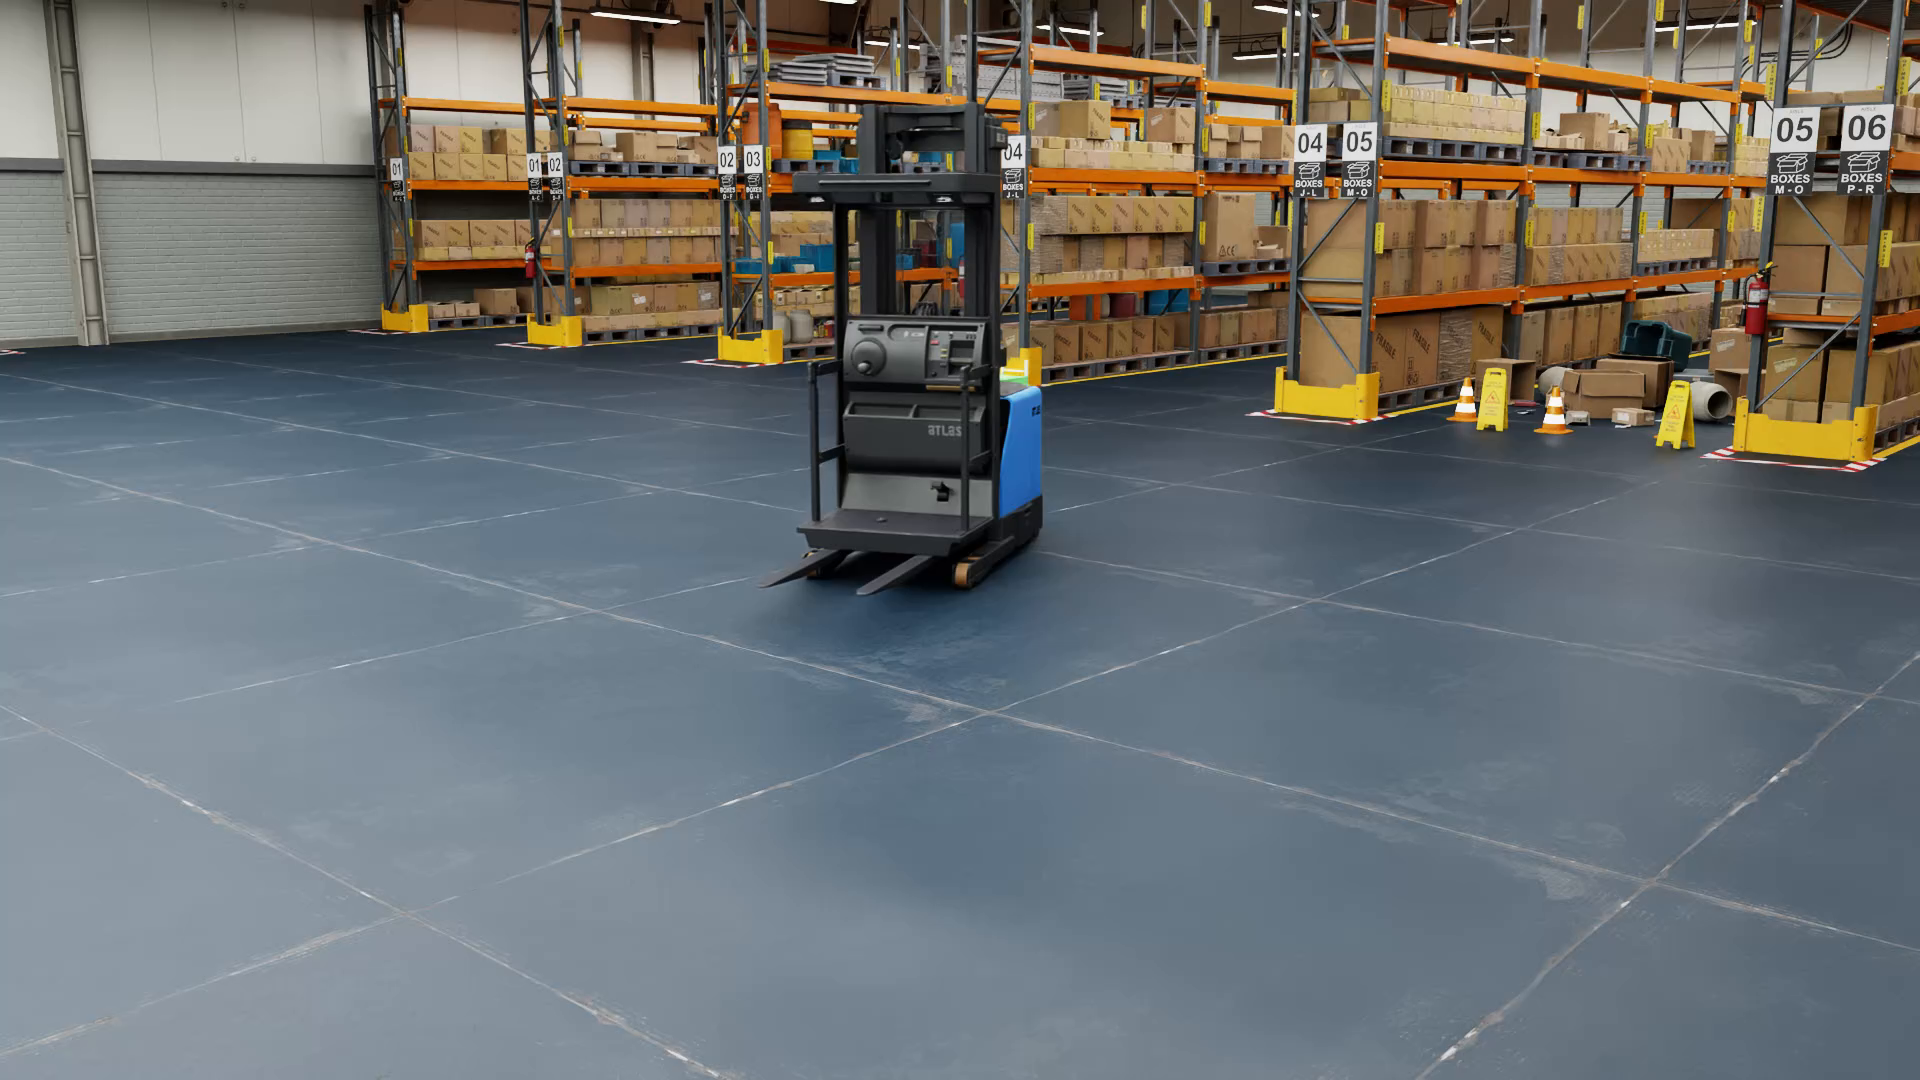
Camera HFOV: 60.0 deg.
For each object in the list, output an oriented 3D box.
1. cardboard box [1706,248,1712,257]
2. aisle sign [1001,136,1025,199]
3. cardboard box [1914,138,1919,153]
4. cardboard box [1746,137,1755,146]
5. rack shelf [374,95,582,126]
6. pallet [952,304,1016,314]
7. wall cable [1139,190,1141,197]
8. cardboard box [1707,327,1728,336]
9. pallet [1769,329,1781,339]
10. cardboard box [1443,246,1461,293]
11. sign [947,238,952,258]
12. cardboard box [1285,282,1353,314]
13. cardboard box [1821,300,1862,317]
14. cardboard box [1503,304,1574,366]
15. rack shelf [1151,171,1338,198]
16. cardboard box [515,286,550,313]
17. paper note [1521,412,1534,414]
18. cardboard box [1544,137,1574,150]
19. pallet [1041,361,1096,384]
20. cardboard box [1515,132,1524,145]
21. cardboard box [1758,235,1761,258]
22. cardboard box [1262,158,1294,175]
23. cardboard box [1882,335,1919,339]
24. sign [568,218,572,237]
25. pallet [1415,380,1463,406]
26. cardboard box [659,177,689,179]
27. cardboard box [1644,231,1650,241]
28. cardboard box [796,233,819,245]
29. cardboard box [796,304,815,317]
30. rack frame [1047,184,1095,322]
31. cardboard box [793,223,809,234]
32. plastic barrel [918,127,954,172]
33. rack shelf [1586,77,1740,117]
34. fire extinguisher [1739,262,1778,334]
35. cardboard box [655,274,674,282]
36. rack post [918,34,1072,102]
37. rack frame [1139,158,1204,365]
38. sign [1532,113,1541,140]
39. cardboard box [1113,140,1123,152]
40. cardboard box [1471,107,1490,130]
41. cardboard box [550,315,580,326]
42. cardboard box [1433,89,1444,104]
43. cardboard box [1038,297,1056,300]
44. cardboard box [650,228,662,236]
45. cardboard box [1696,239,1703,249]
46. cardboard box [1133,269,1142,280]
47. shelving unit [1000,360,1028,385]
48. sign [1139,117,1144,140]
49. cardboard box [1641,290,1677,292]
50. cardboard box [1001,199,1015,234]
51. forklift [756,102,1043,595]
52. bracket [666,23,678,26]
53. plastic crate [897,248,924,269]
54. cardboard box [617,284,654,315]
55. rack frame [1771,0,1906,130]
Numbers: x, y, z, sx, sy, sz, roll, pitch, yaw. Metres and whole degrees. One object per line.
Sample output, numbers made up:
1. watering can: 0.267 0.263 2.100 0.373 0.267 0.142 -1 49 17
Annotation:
1. cardboard box: 11.965 -4.666 26.985 0.380 0.149 0.250 9 15 39
2. aisle sign: 0.683 -4.785 21.374 0.394 0.787 0.004 10 15 40
3. cardboard box: 9.030 -3.796 16.039 0.380 0.149 0.250 9 15 39
4. cardboard box: 12.987 -6.630 27.675 0.380 0.149 0.250 9 15 39
5. rack shelf: -9.344 -8.361 32.444 1.077 0.370 4.000 10 15 40
6. pallet: 0.472 -5.113 36.773 1.003 0.211 1.213 10 15 40
7. wall cable: 3.900 -10.039 46.925 3.097 2.526 0.112 10 15 40
8. cardboard box: 12.561 -3.488 27.721 0.380 0.149 0.250 9 14 38
9. pallet: 14.106 -3.763 30.011 1.003 0.211 1.213 10 15 40
10. cardboard box: 5.498 -3.269 20.039 0.875 0.550 0.500 10 15 40
11. sign: -0.176 -4.850 27.630 0.100 0.325 0.005 10 15 40
12. cardboard box: 6.251 -3.998 28.423 1.225 0.875 0.875 9 14 38
13. cardboard box: 8.322 -2.177 15.594 0.380 0.149 0.250 10 15 41
14. cardboard box: 7.780 -2.838 22.932 1.050 0.750 0.750 10 15 40
15. rack shelf: 4.459 -5.559 26.065 1.077 0.370 4.000 10 15 40
16. cardboard box: -8.678 -4.900 33.845 0.500 0.500 0.500 8 14 36
17. paper note: 6.441 -1.450 18.899 0.142 0.017 0.144 -6 13 -28
18. cardboard box: 7.918 -5.266 22.073 0.380 0.149 0.250 10 15 40
19. pallet: 1.112 -2.317 22.773 1.003 0.211 1.213 10 15 40
20. cardboard box: 6.798 -4.998 20.734 0.380 0.149 0.250 10 15 40
21. cardboard box: 13.608 -5.129 28.716 0.500 0.500 0.500 11 16 43
22. cardboard box: 4.999 -5.883 26.231 0.500 0.250 0.500 10 15 42
23. cardboard box: 10.060 -1.894 17.569 0.500 0.500 0.500 10 15 41
24. sign: -6.527 -5.230 27.827 0.100 0.325 0.005 10 15 40
25. pallet: 5.432 -1.841 20.390 1.003 0.211 1.213 10 15 40
26. cardboard box: -6.308 -8.009 36.180 0.637 0.503 0.797 -10 15 -40
27. cardboard box: 10.064 -4.536 24.816 0.380 0.149 0.250 9 15 39
28. cardboard box: -3.102 -5.739 32.532 0.500 0.500 0.500 10 15 40
29. cardboard box: -3.169 -4.465 32.354 0.500 0.250 0.500 9 15 39
30. rack frame: 2.059 -5.376 30.967 1.000 3.000 0.127 10 15 40
31. cardboard box: -3.851 -7.126 38.665 0.500 0.500 0.500 10 15 42
32. plastic barrel: -0.409 -6.607 28.193 0.600 0.901 0.708 10 15 40
33. rack shelf: 10.759 -6.766 25.471 1.077 0.370 4.000 10 15 40
34. fire extinguisher: 7.521 -2.282 15.675 0.296 0.674 0.183 10 15 40
35. cardboard box: -6.578 -5.750 36.183 0.500 0.250 0.500 10 15 40
36. rack post: 0.654 -8.128 28.920 1.013 1.000 3.121 10 15 40
37. rack frame: 3.139 -4.147 24.815 1.000 3.000 0.127 10 15 40
38. sign: 7.216 -5.182 20.819 0.100 0.325 0.005 10 15 40
39. cardboard box: 2.031 -5.432 22.955 0.380 0.149 0.250 9 14 38
40. cardboard box: 6.000 -5.036 19.902 0.500 0.250 0.500 10 15 40
41. cardboard box: -6.808 -3.814 29.098 0.500 0.250 0.500 10 15 40
42. cardboard box: 5.289 -5.053 18.973 0.380 0.149 0.250 9 15 39
43. cardboard box: 1.984 -5.594 38.170 0.380 0.166 0.250 10 15 40
44. cardboard box: -5.504 -5.463 29.492 0.380 0.149 0.250 10 15 41
45. cardboard box: 11.626 -4.737 26.580 0.380 0.149 0.250 11 15 43
46. cardboard box: 2.356 -3.776 23.602 0.380 0.149 0.250 10 15 40
47. shelving unit: 0.251 -0.707 12.190 0.258 1.200 0.503 9 14 37
48. sign: 2.720 -6.136 24.788 0.100 0.325 0.005 10 15 40
49. cardboard box: 11.393 -3.941 27.180 0.500 0.250 0.500 9 14 38
50. cardboard box: 0.676 -4.356 22.297 0.500 0.500 0.500 10 15 40
51. forklift: -0.356 -1.224 10.355 1.130 2.935 3.031 4 12 18
52. bracket: -6.350 -11.299 36.119 0.235 0.232 0.430 10 15 40
53. plastic crate: -1.023 -4.696 27.724 0.767 0.338 0.504 10 15 40
54. cardboard box: -5.770 -4.264 29.436 0.500 0.500 0.500 10 15 40
55. rack frame: 7.943 -5.219 14.866 1.000 3.000 0.127 10 15 40
